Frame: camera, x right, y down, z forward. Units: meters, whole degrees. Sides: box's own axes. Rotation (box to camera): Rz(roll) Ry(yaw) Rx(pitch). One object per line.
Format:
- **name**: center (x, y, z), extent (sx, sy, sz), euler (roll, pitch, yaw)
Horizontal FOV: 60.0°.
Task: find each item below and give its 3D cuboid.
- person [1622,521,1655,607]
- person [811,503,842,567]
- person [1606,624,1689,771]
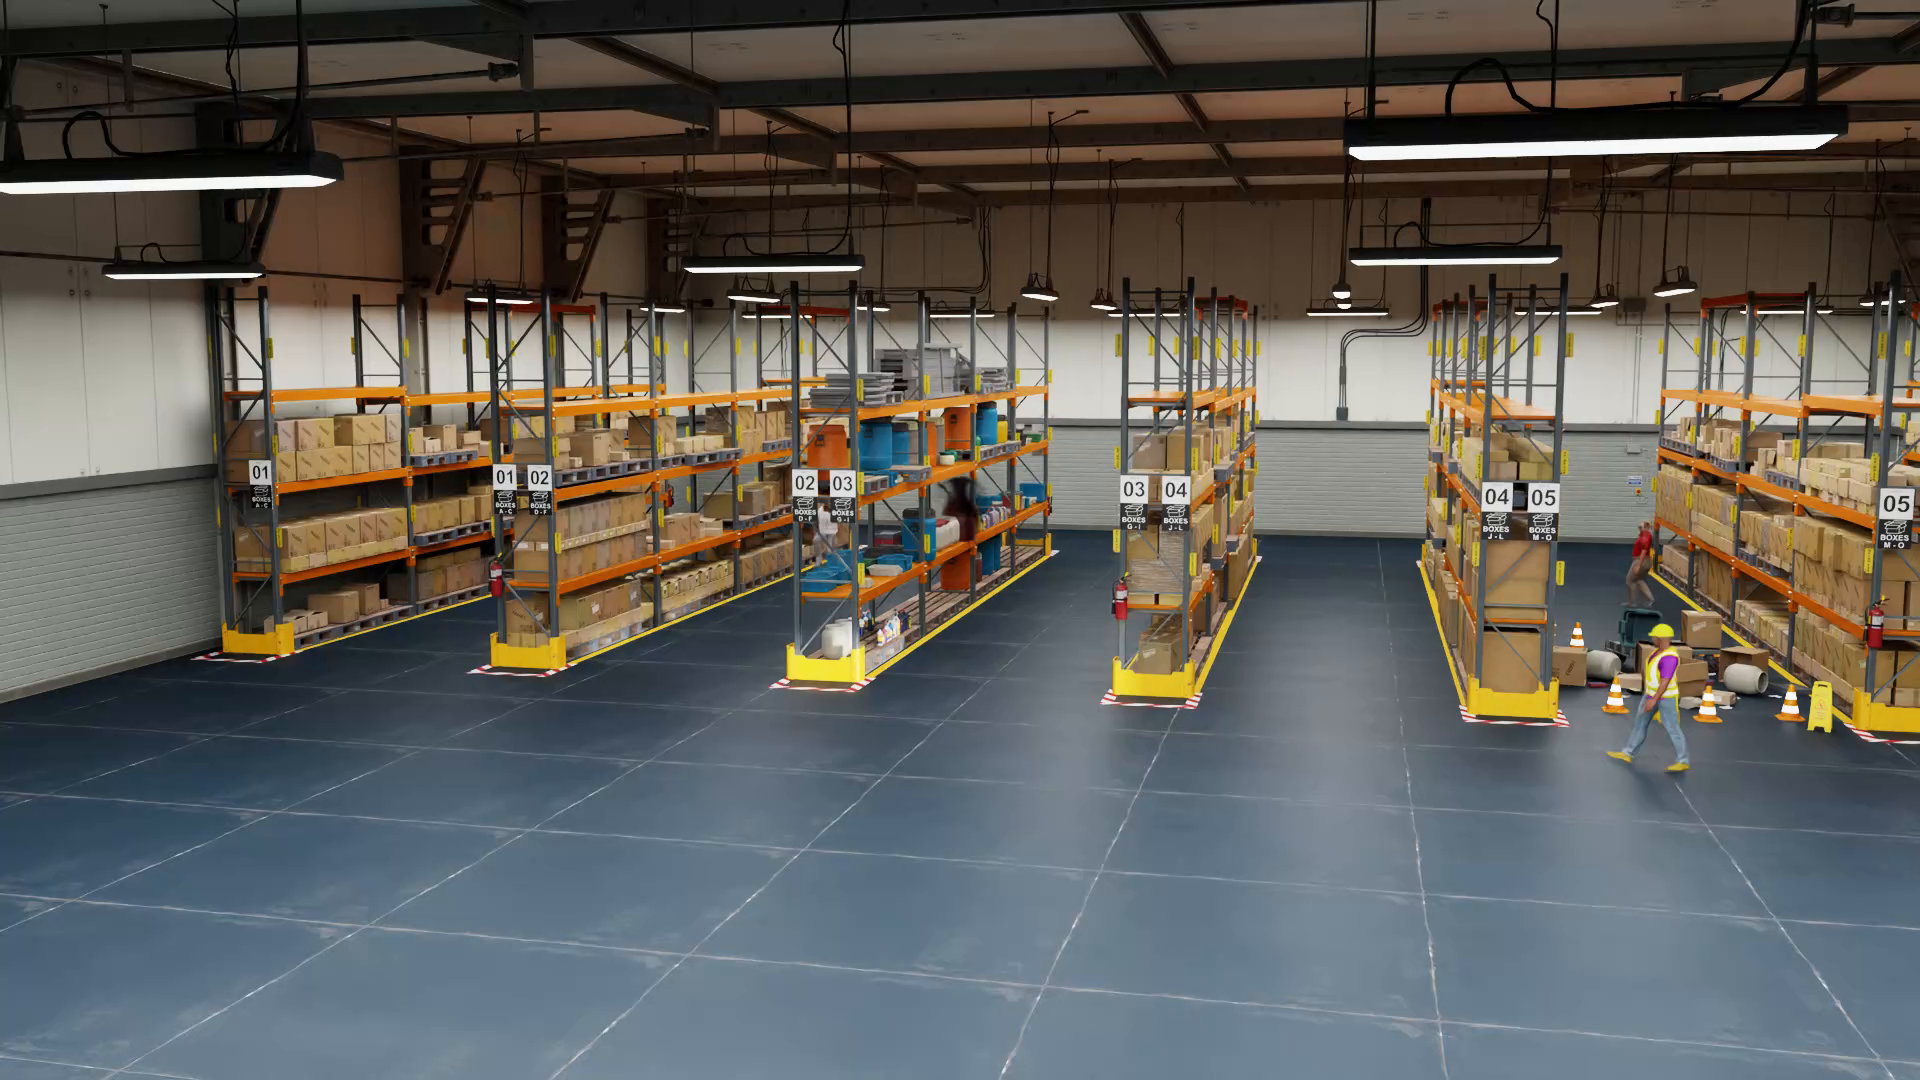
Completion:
- **person**: center (13.161, 0.486, 32.249), extent (0.565, 1.734, 0.584), euler (-6, 9, -40)
- **person**: center (-2.964, -0.236, 36.819), extent (0.760, 1.550, 0.985), euler (1, 7, 13)
- **person**: center (8.280, 1.856, 19.861), extent (0.796, 1.740, 0.704), euler (0, 7, -4)
